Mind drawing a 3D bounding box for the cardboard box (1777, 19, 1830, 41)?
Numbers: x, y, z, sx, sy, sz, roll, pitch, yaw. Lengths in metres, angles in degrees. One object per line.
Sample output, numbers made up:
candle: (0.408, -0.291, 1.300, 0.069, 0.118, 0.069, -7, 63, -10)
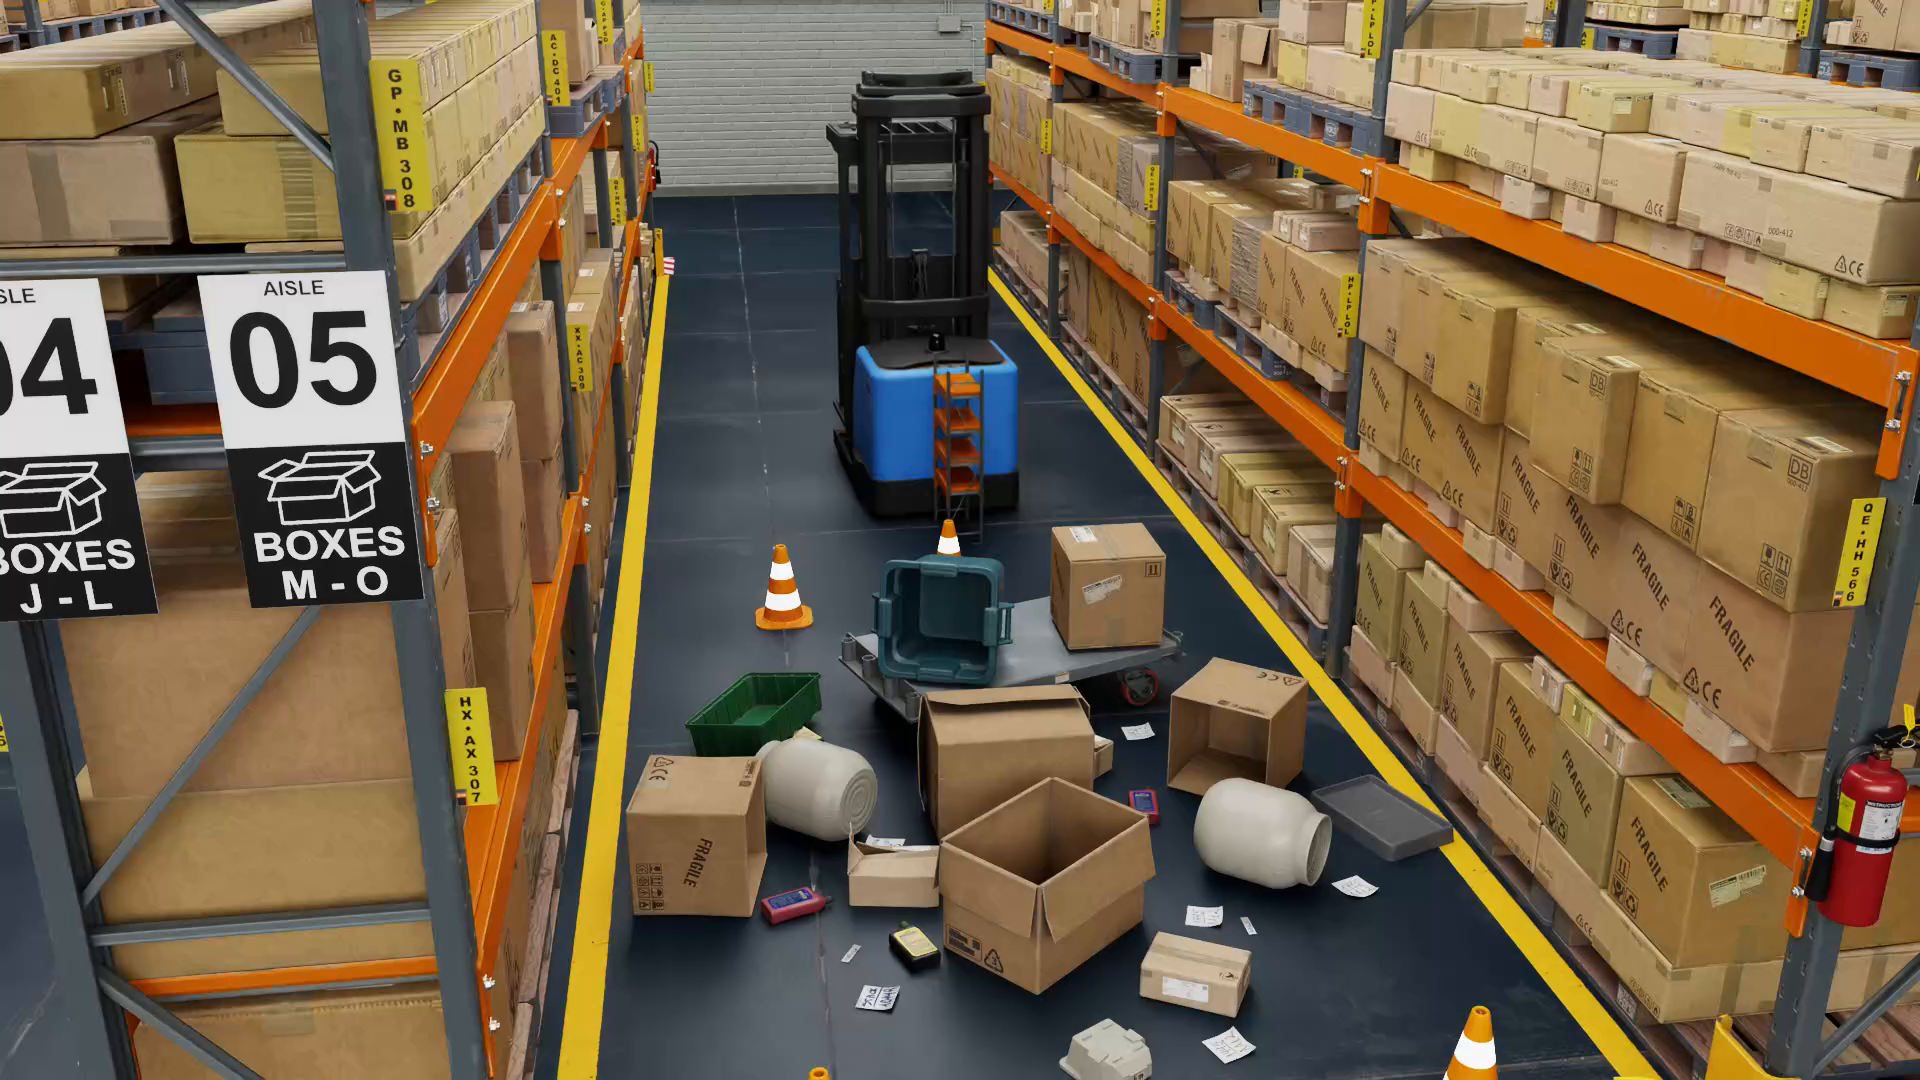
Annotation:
cardboard box: (6.575, -3.948, 12.856, 0.380, 0.149, 0.250, -2, 21, -7)

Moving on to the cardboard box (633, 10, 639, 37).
cardboard box: (-3.522, -5.208, 16.800, 0.500, 0.250, 0.500, -2, 21, -5)

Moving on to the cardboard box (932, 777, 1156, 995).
cardboard box: (0.348, 1.395, 6.762, 0.637, 0.503, 0.797, 17, 27, 39)

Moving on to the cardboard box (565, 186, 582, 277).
cardboard box: (-2.802, -1.963, 10.614, 0.700, 0.500, 0.500, -3, 21, -9)

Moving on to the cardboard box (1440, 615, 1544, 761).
cardboard box: (2.509, 0.643, 7.464, 0.500, 0.500, 0.500, -2, 21, -5)

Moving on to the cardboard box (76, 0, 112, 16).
cardboard box: (-8.611, -5.287, 15.912, 0.700, 0.500, 0.500, -2, 21, -5)

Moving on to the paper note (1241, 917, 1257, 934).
paper note: (1.198, 1.603, 6.911, 0.032, 0.001, 0.123, -3, 21, -8)

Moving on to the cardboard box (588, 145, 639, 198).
cardboard box: (-3.330, -3.535, 15.824, 0.500, 0.500, 0.500, -3, 21, -9)

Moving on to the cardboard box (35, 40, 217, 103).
cardboard box: (-2.273, -1.278, 4.541, 0.380, 0.149, 0.250, -3, 21, -7)

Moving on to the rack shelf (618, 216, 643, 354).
rack shelf: (-3.219, -2.135, 13.673, 1.077, 0.370, 4.000, -3, 21, -8)

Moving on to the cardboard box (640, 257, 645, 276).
cardboard box: (-3.435, -2.799, 17.046, 0.380, 0.149, 0.250, -2, 21, -7)

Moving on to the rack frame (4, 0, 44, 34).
rack frame: (-8.430, -5.759, 13.775, 1.000, 3.000, 0.127, -3, 21, -8)

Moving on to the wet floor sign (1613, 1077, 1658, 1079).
wet floor sign: (2.075, 1.929, 5.130, 0.267, 0.644, 0.232, 4, 21, 11)

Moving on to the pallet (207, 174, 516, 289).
pallet: (-2.074, -1.053, 5.587, 1.003, 0.211, 1.213, -3, 21, -8)

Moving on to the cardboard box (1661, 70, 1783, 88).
cardboard box: (3.045, -1.795, 6.668, 0.380, 0.149, 0.250, -3, 21, -7)

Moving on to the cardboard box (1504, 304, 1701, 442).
cardboard box: (2.641, -0.641, 6.649, 0.700, 0.500, 0.500, -3, 21, -8)

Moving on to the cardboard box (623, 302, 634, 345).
cardboard box: (-2.923, -1.755, 13.528, 0.500, 0.250, 0.500, -3, 21, -7)

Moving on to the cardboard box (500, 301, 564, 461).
cardboard box: (-2.141, -0.656, 6.929, 0.875, 0.550, 0.550, -3, 21, -8)

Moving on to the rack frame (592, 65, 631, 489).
rack frame: (-2.931, -1.779, 11.693, 1.000, 3.000, 0.127, -3, 21, -8)

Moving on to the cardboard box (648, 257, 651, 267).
cardboard box: (-3.562, -3.023, 18.072, 0.380, 0.149, 0.250, -3, 21, -7)

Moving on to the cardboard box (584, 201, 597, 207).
cardboard box: (-2.847, -2.400, 12.262, 0.380, 0.149, 0.250, -3, 21, -9)

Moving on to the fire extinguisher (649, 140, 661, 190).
fire extinguisher: (-3.664, -4.449, 19.483, 0.296, 0.674, 0.183, -3, 21, -8)

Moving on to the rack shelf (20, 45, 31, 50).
rack shelf: (-8.719, -4.710, 16.280, 1.077, 0.370, 4.000, -3, 21, -8)

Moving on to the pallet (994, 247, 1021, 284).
pallet: (0.992, -3.254, 19.628, 1.003, 0.211, 1.213, -3, 21, -8)

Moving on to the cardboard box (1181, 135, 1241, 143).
cardboard box: (2.043, -2.933, 13.211, 0.500, 0.500, 0.500, -3, 21, -8)

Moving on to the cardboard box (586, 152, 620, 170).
cardboard box: (-3.257, -3.393, 14.921, 0.380, 0.149, 0.250, -2, 21, -5)

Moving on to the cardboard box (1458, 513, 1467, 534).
cardboard box: (2.484, -0.083, 7.509, 0.380, 0.149, 0.250, -3, 21, -8)

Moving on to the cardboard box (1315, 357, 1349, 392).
cardboard box: (2.182, -0.922, 9.157, 0.380, 0.149, 0.250, -3, 21, -7)

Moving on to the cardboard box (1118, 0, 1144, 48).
cardboard box: (1.622, -4.046, 12.731, 0.700, 0.500, 0.500, -4, 21, -10)

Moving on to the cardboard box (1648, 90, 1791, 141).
cardboard box: (2.685, -1.503, 5.886, 0.380, 0.149, 0.250, -4, 21, -9)

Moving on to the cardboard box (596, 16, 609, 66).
cardboard box: (-2.750, -3.442, 11.716, 0.500, 0.500, 0.500, -3, 21, -8)

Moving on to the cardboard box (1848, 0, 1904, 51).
cardboard box: (6.727, -3.748, 11.791, 0.500, 0.500, 0.500, -3, 21, -7)

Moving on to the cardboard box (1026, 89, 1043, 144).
cardboard box: (0.970, -4.290, 16.842, 0.500, 0.500, 0.500, -3, 21, -9)

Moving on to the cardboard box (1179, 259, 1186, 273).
cardboard box: (1.816, -2.021, 12.099, 0.380, 0.149, 0.250, -4, 21, -11)

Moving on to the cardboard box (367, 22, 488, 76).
cardboard box: (-1.730, -1.574, 5.333, 0.380, 0.149, 0.250, -3, 21, -7)

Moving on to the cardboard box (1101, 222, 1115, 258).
cardboard box: (1.477, -2.507, 13.855, 0.500, 0.250, 0.500, -3, 21, -8)

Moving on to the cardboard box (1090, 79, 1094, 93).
cardboard box: (1.456, -4.565, 16.651, 0.380, 0.149, 0.250, -3, 21, -8)

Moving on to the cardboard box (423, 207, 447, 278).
cardboard box: (-1.547, -0.764, 4.302, 0.380, 0.149, 0.250, -3, 21, -7)

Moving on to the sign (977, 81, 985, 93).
sign: (0.250, -5.250, 19.636, 0.100, 0.325, 0.005, -3, 21, -8)

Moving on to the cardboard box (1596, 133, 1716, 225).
cardboard box: (2.615, -1.285, 5.873, 0.500, 0.250, 0.500, -2, 21, -6)

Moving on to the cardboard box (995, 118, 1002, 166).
cardboard box: (0.685, -4.526, 18.905, 0.500, 0.500, 0.500, -3, 21, -9)

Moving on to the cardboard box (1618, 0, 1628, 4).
cardboard box: (6.158, -4.893, 14.934, 0.380, 0.149, 0.250, -3, 21, -7)

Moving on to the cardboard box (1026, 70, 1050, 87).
cardboard box: (0.895, -4.804, 17.293, 0.380, 0.149, 0.250, -3, 21, -9)

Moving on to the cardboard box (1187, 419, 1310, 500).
cardboard box: (2.139, -0.578, 11.633, 0.950, 0.372, 0.625, -3, 21, -9)

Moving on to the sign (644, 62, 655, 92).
sign: (-3.532, -5.261, 18.907, 0.100, 0.325, 0.005, -3, 21, -8)

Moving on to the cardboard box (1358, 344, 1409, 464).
cardboard box: (2.317, -0.699, 8.232, 0.500, 0.500, 0.500, -3, 21, -8)

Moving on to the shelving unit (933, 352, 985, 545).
shelving unit: (-0.012, -0.611, 11.137, 0.258, 1.200, 0.503, -4, 21, -10)

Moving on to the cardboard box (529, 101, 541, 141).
cardboard box: (-1.949, -1.728, 6.885, 0.380, 0.149, 0.250, -3, 21, -7)

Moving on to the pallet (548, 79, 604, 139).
pallet: (-2.622, -2.489, 9.575, 1.003, 0.211, 1.213, -2, 21, -5)

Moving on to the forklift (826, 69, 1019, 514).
forklift: (-0.383, -2.032, 12.466, 1.130, 2.935, 3.031, -4, 21, -11)

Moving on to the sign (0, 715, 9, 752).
sign: (-2.317, 0.360, 3.972, 0.100, 0.325, 0.005, -3, 21, -8)

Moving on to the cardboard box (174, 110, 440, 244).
cardboard box: (-1.593, -0.907, 4.117, 0.500, 0.250, 0.500, -3, 21, -8)

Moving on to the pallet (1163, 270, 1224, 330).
pallet: (2.161, -1.733, 11.842, 1.213, 0.211, 1.003, -3, 21, -8)

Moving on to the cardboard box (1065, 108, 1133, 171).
cardboard box: (1.256, -3.622, 15.056, 0.500, 0.500, 0.500, -3, 21, -8)

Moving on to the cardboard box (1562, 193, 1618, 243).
cardboard box: (2.512, -1.220, 6.269, 0.380, 0.149, 0.250, -3, 21, -8)

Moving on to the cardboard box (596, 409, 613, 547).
cardboard box: (-2.803, -0.404, 10.626, 1.050, 0.750, 0.750, -3, 21, -7)
